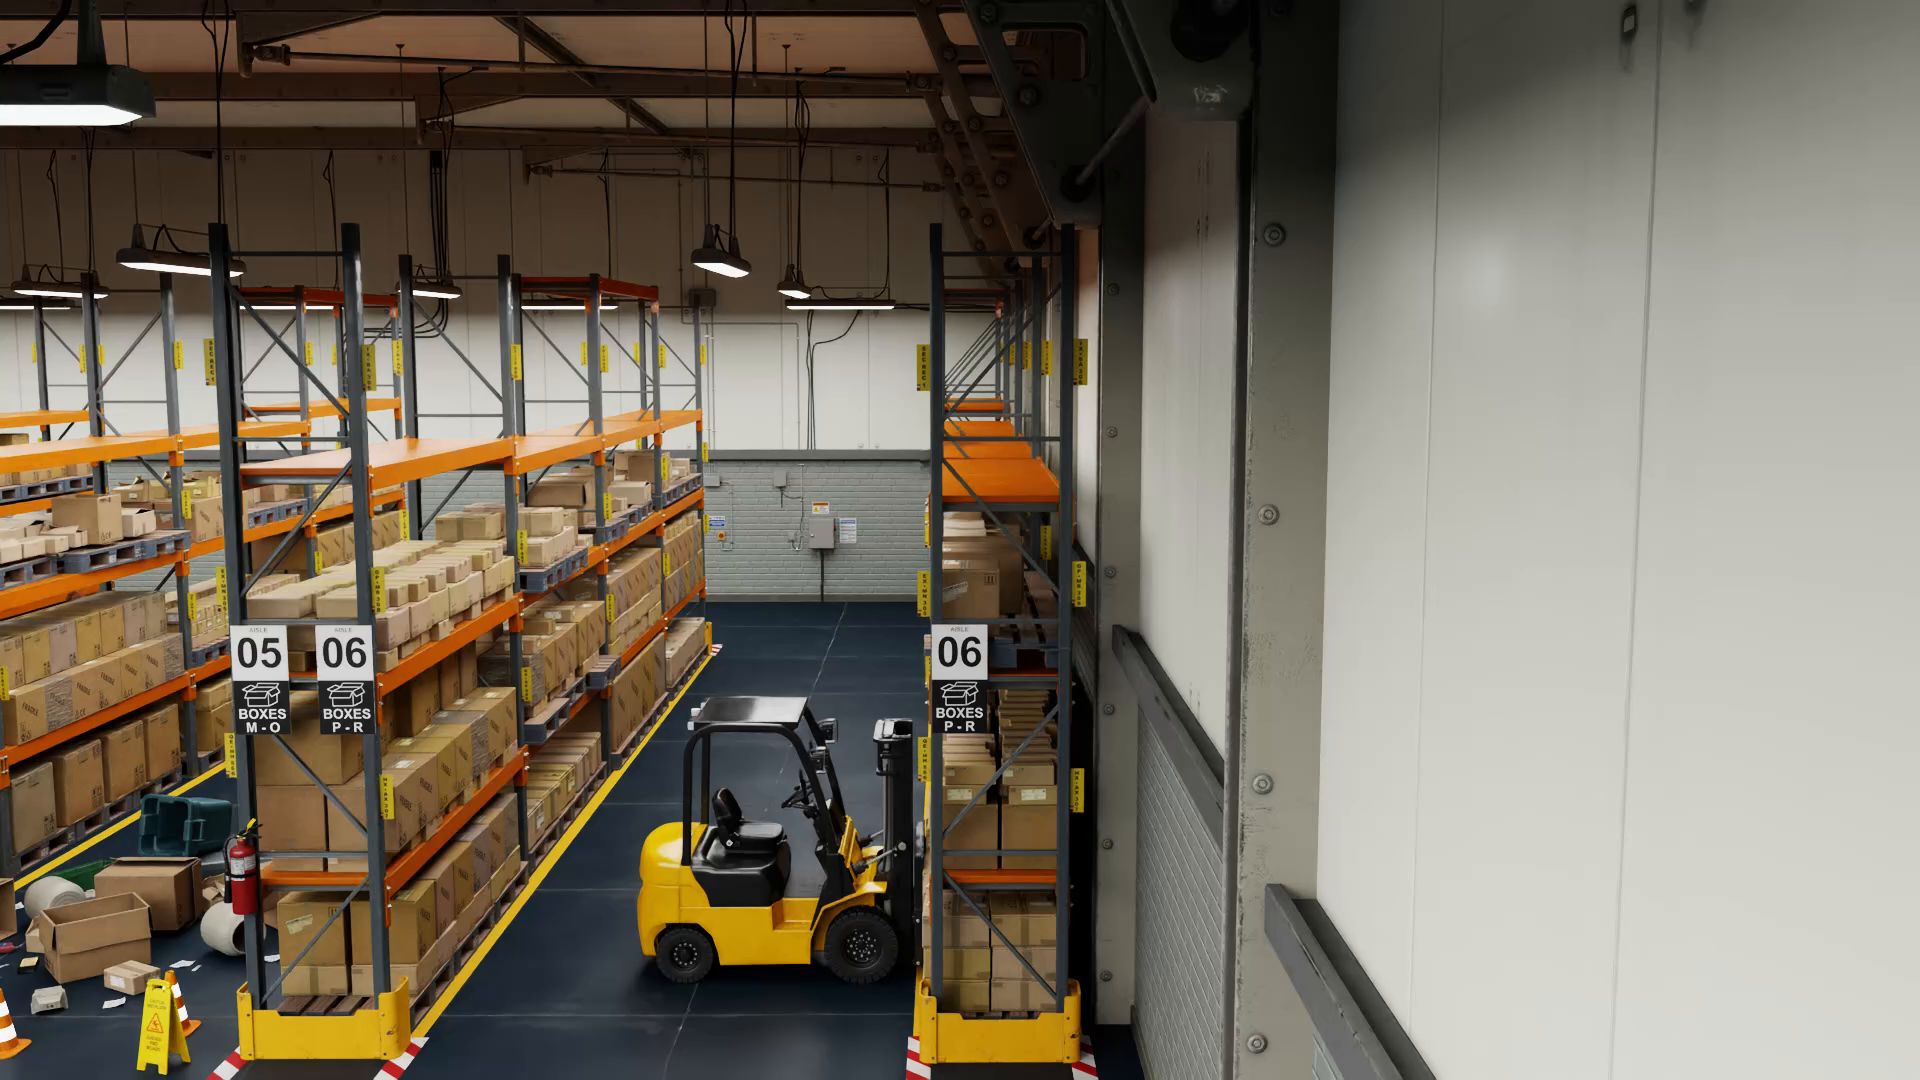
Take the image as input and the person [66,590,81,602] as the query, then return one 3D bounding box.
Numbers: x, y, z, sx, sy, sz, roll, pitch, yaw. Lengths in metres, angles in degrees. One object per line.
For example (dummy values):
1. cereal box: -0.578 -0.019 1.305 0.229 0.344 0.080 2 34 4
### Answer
1. person: -13.141 1.511 24.738 0.397 1.541 0.823 0 7 -2
